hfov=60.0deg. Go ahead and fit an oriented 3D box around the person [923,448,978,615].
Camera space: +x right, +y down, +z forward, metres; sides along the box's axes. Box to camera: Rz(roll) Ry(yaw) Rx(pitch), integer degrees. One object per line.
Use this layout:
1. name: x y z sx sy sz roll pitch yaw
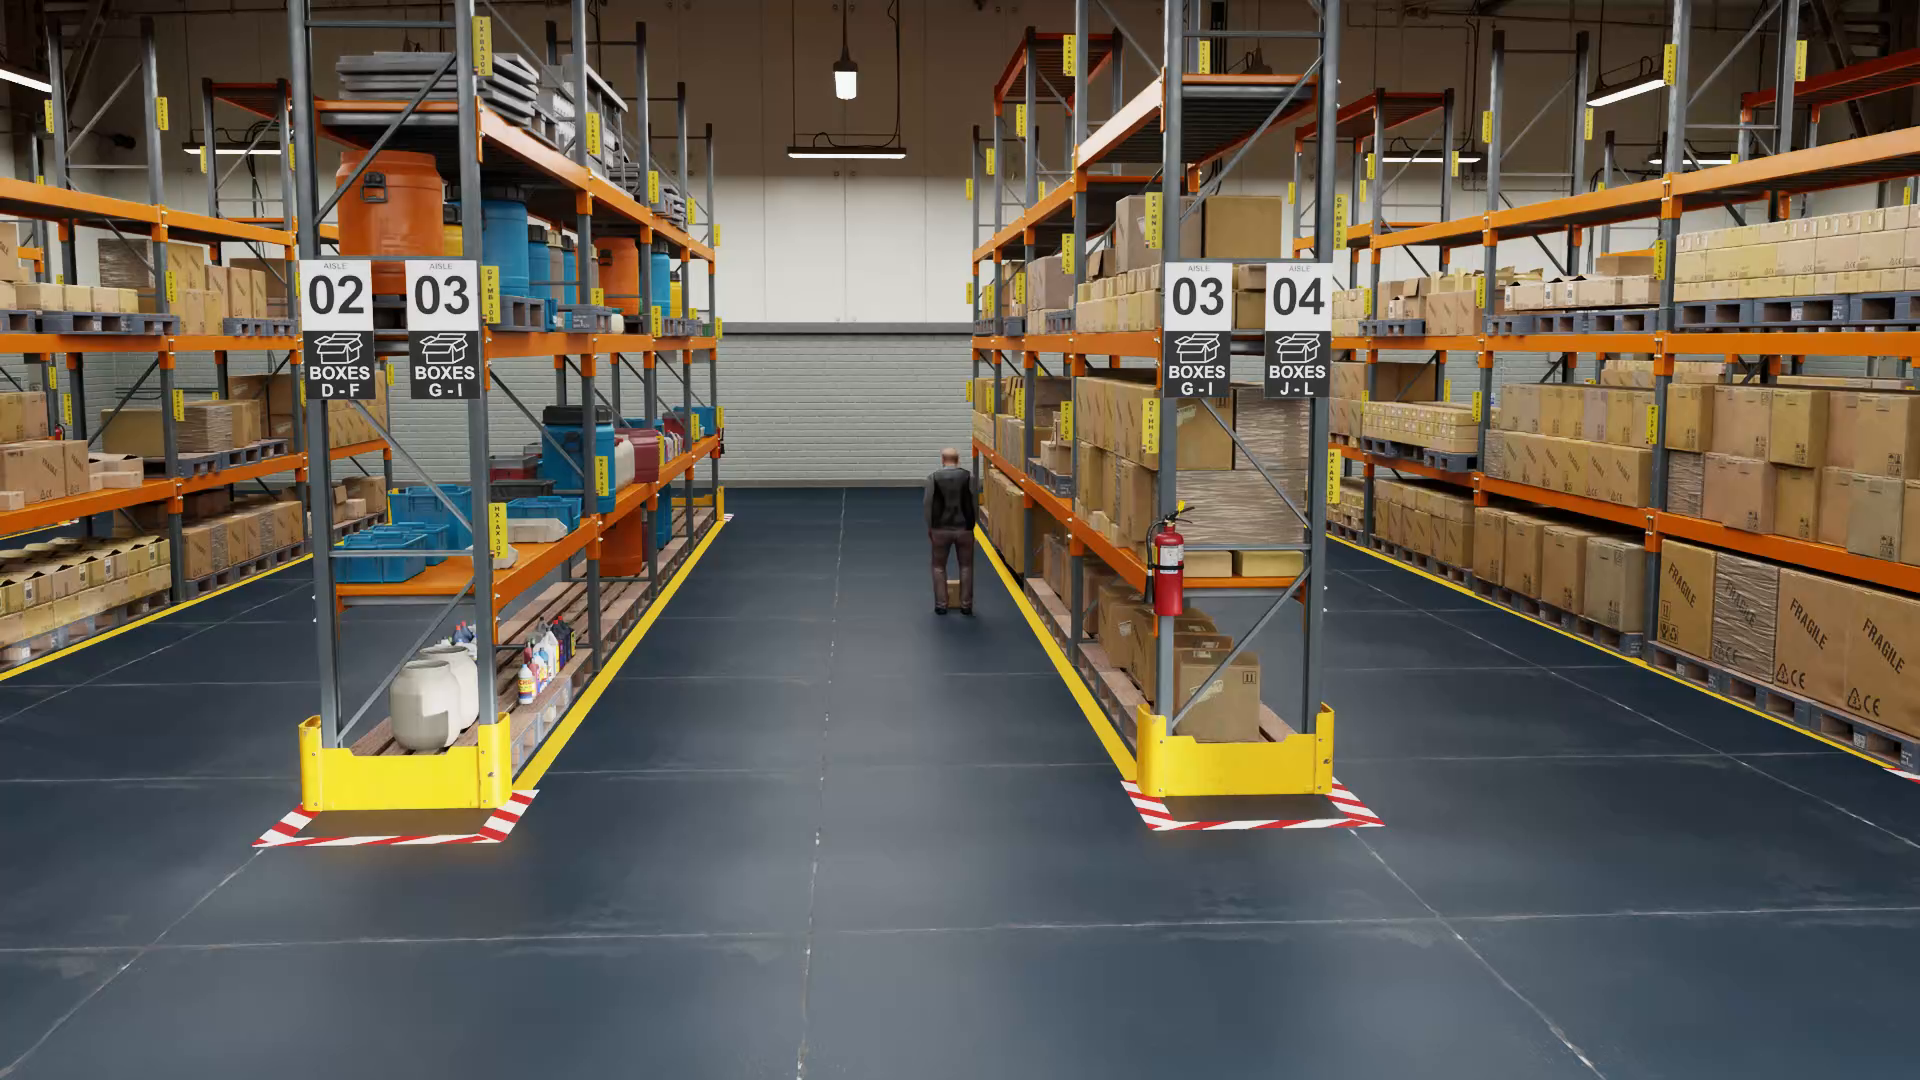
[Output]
1. person: -0.096 -0.085 16.786 0.556 1.679 0.423 0 7 -2
